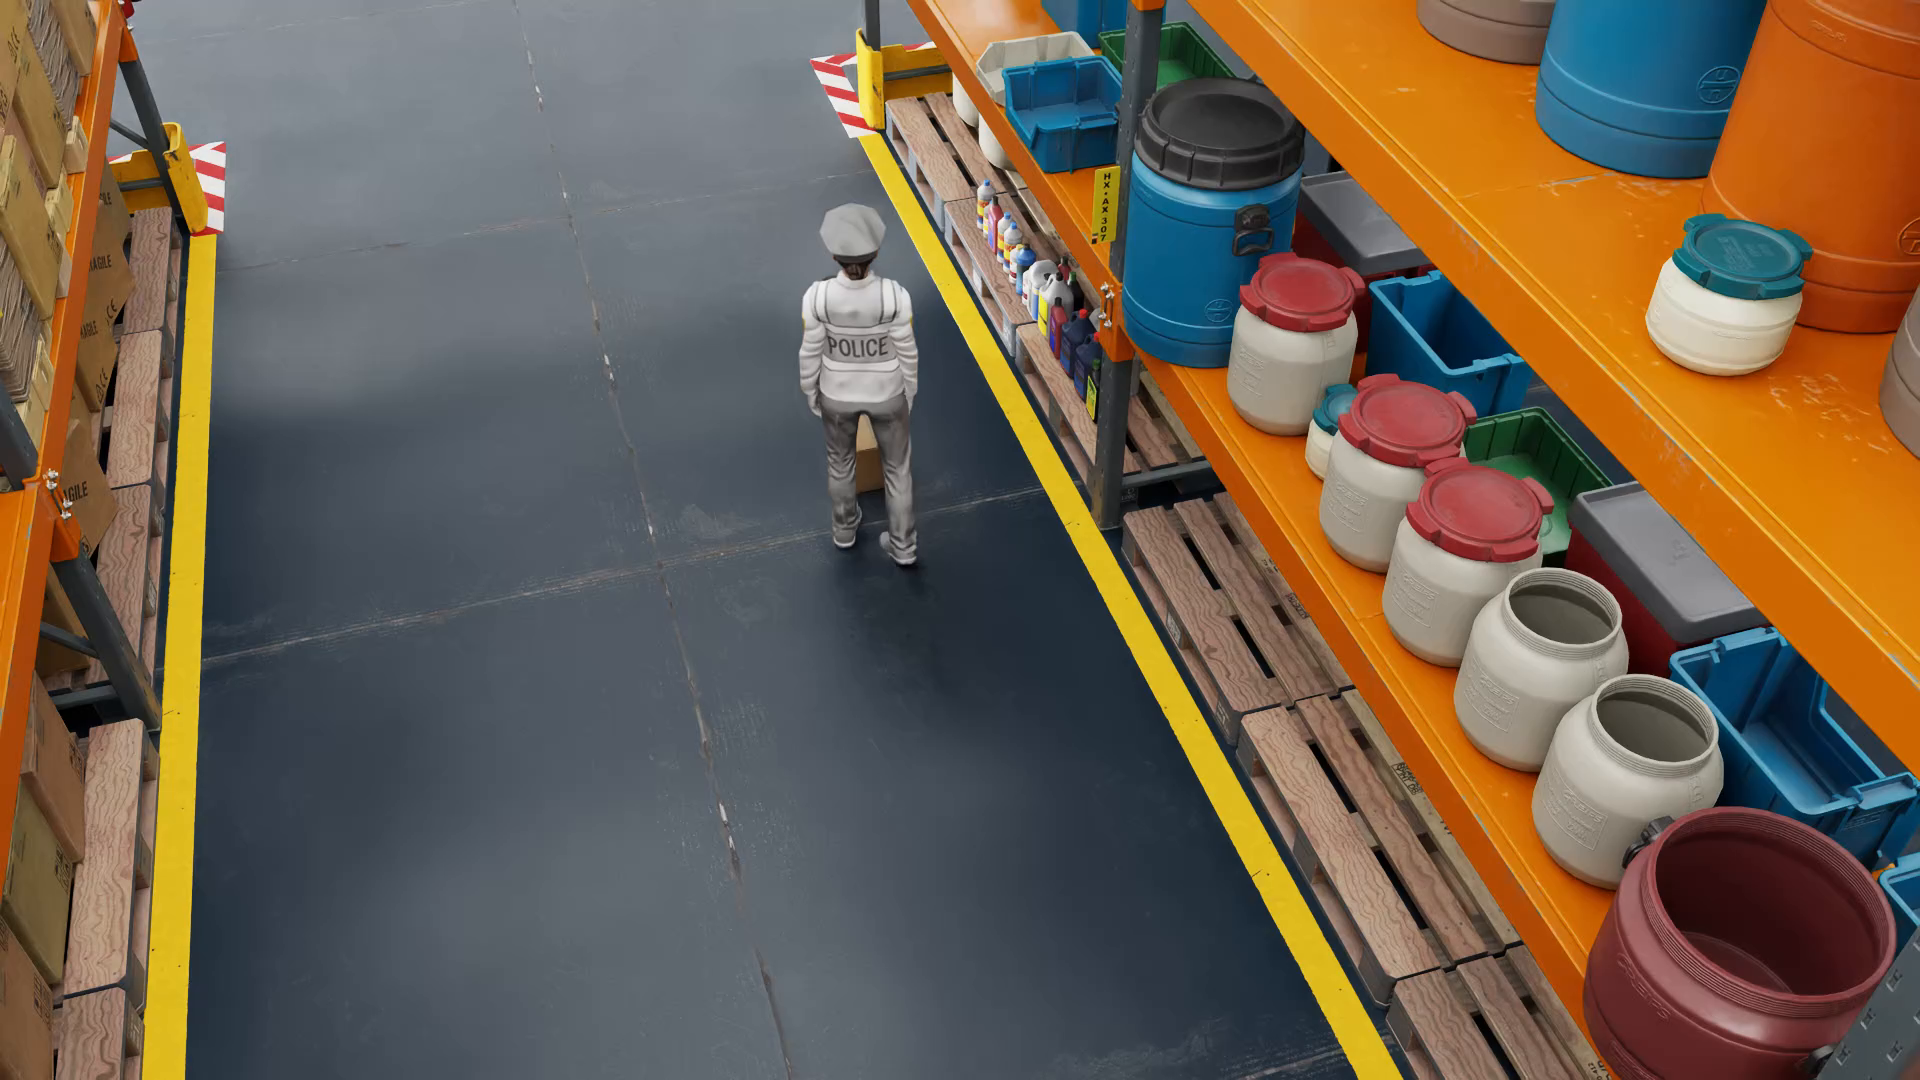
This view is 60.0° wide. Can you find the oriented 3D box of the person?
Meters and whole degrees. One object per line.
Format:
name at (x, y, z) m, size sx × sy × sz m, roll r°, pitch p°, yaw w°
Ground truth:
person at (-0.409, -0.611, 6.841) m, size 0.482 × 1.718 × 0.416 m, roll 0°, pitch 42°, yaw 0°
